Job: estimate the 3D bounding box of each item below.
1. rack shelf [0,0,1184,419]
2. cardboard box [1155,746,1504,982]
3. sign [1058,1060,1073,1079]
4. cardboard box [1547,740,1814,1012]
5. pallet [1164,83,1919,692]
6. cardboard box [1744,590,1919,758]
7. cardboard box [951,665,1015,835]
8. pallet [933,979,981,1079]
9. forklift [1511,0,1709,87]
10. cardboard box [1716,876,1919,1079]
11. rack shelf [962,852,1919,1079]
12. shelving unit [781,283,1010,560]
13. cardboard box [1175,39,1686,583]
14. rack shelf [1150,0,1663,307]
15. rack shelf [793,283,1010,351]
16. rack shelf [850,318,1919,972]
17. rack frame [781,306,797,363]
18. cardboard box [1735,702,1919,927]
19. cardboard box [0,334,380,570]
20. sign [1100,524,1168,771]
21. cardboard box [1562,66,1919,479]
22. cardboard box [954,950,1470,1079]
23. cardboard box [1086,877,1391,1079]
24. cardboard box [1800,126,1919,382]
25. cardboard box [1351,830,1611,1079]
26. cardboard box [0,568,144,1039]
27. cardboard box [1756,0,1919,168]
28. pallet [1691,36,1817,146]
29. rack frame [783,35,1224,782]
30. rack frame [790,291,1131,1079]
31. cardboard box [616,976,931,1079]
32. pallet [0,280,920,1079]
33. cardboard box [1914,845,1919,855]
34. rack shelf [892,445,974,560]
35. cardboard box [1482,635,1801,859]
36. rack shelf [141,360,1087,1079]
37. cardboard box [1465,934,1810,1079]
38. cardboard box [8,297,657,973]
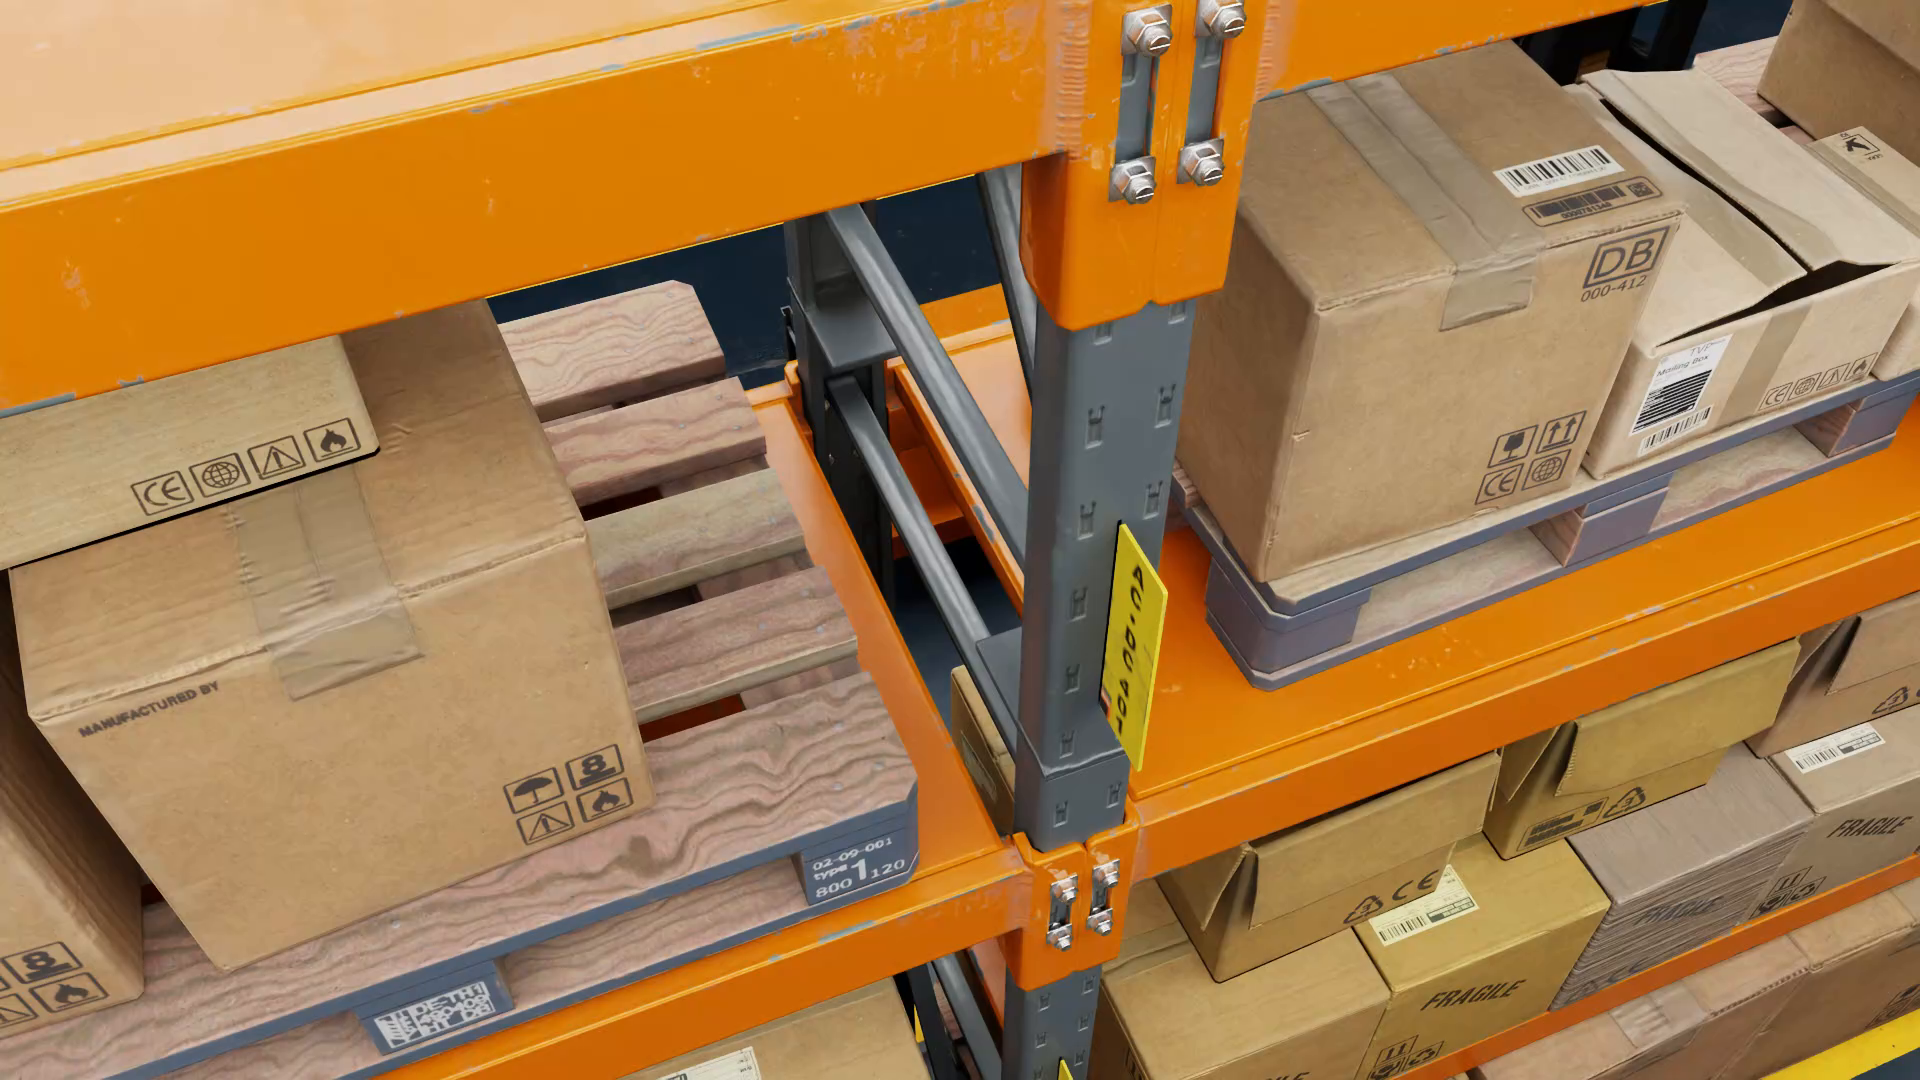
[{"bbox_3d":[-1.878,-0.111,1.151,4.000,0.370,1.077,-17,52,-14],"label":"rack shelf"},{"bbox_3d":[0.562,0.357,3.239,0.637,0.503,0.797,-18,52,-15],"label":"cardboard box"},{"bbox_3d":[0.185,0.987,2.802,0.005,0.325,0.100,-17,52,-14],"label":"sign"},{"bbox_3d":[1.422,0.628,3.667,0.500,0.500,0.500,-18,52,-15],"label":"cardboard box"},{"bbox_3d":[0.804,-0.307,2.686,1.217,0.209,0.805,-19,52,-16],"label":"pallet"},{"bbox_3d":[1.771,-0.021,3.564,0.637,0.503,0.797,-16,51,-13],"label":"cardboard box"},{"bbox_3d":[0.303,0.547,3.737,0.500,0.500,0.500,-17,51,-14],"label":"cardboard box"},{"bbox_3d":[0.659,1.540,4.789,1.213,0.211,1.003,-17,52,-14],"label":"pallet"},{"bbox_3d":[2.329,-1.918,5.965,3.031,2.935,1.130,-21,53,-17],"label":"forklift"},{"bbox_3d":[2.202,0.747,4.755,0.875,0.875,1.225,-17,51,-14],"label":"cardboard box"},{"bbox_3d":[1.825,0.566,4.261,4.000,0.370,1.077,-17,52,-14],"label":"rack shelf"},{"bbox_3d":[-0.006,-0.365,5.822,1.048,1.125,0.538,-17,52,-14],"label":"shelving unit"},{"bbox_3d":[0.507,-0.415,2.309,0.500,0.500,0.700,-16,51,-13],"label":"cardboard box"},{"bbox_3d":[1.825,-1.258,2.137,4.000,0.370,1.077,-17,52,-14],"label":"rack shelf"},{"bbox_3d":[-0.006,-0.555,5.600,1.000,0.278,0.538,-17,52,-14],"label":"rack shelf"},{"bbox_3d":[1.825,-0.411,3.123,4.000,0.370,1.077,-17,52,-14],"label":"rack shelf"},{"bbox_3d":[-0.477,-0.219,5.696,0.032,1.125,0.500,-17,52,-14],"label":"rack frame"},{"bbox_3d":[1.899,0.476,3.798,0.500,0.500,0.500,-16,51,-14],"label":"cardboard box"},{"bbox_3d":[-0.900,-0.253,1.610,0.500,0.250,0.500,-20,52,-17],"label":"cardboard box"},{"bbox_3d":[0.185,0.123,1.797,0.005,0.325,0.100,-17,52,-14],"label":"sign"},{"bbox_3d":[1.023,-0.431,2.448,0.500,0.311,0.500,-19,52,-15],"label":"cardboard box"},{"bbox_3d":[0.558,1.263,4.312,0.875,0.875,1.225,-17,51,-14],"label":"cardboard box"},{"bbox_3d":[0.494,0.916,3.420,0.500,0.500,0.500,-17,51,-14],"label":"cardboard box"},{"bbox_3d":[1.409,-0.449,2.570,0.250,0.149,0.380,-19,52,-16],"label":"cardboard box"},{"bbox_3d":[0.959,0.772,3.544,0.500,0.500,0.500,-17,51,-14],"label":"cardboard box"},{"bbox_3d":[-1.228,0.144,1.763,0.500,0.500,0.700,-15,51,-12],"label":"cardboard box"},{"bbox_3d":[1.793,-0.789,2.628,0.637,0.503,0.797,-18,52,-15],"label":"cardboard box"},{"bbox_3d":[2.066,-0.613,2.946,1.213,0.211,1.003,-15,51,-13],"label":"pallet"},{"bbox_3d":[-0.026,-1.049,1.219,0.127,3.000,1.000,-17,52,-14],"label":"rack frame"},{"bbox_3d":[-0.026,0.905,3.495,0.127,3.000,1.000,-17,52,-14],"label":"rack frame"},{"bbox_3d":[-0.351,0.933,2.880,0.500,0.500,0.500,-16,51,-13],"label":"cardboard box"},{"bbox_3d":[-0.788,0.184,2.196,1.213,0.211,1.003,-17,52,-14],"label":"pallet"},{"bbox_3d":[2.370,0.331,3.923,0.500,0.500,0.500,-19,52,-15],"label":"cardboard box"},{"bbox_3d":[-0.006,-0.205,6.007,1.000,0.278,0.538,-17,52,-14],"label":"rack shelf"},{"bbox_3d":[1.202,0.168,3.401,0.637,0.503,0.797,-17,51,-14],"label":"cardboard box"},{"bbox_3d":[-1.878,0.736,2.138,4.000,0.370,1.077,-17,52,-14],"label":"rack shelf"},{"bbox_3d":[1.385,1.006,4.532,0.875,0.875,1.225,-19,52,-15],"label":"cardboard box"},{"bbox_3d":[-0.728,-0.007,1.893,0.500,0.500,0.700,-20,52,-16],"label":"cardboard box"}]
